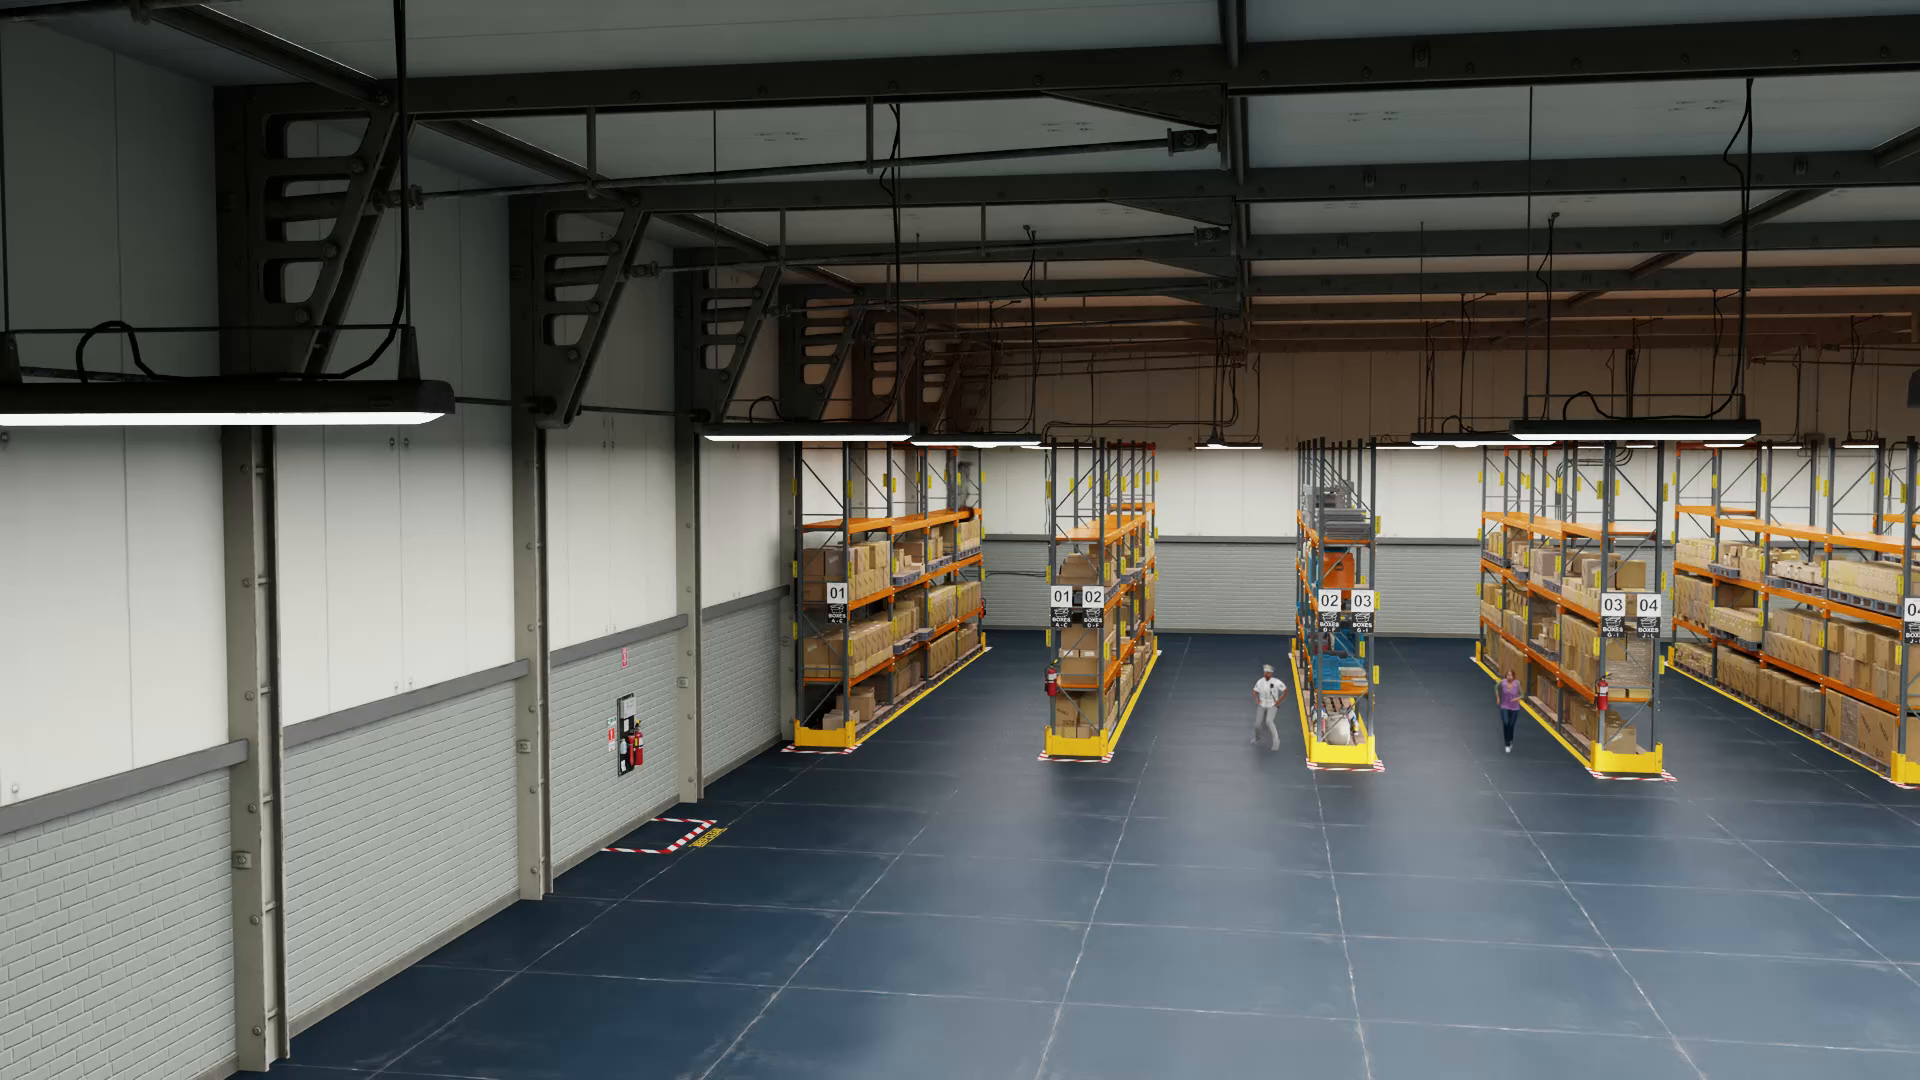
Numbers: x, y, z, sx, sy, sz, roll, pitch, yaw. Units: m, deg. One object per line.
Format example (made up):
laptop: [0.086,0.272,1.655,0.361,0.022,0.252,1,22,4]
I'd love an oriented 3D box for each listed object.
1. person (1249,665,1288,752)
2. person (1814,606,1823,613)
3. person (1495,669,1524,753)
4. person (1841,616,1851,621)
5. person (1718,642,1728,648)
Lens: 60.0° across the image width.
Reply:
person: [5.913,3.217,32.064,0.781,1.658,0.690,2,3,30]
person: [23.363,2.507,45.345,0.653,1.619,0.586,0,3,-1]
person: [10.531,3.275,31.881,0.539,1.647,0.811,1,3,17]
person: [21.675,2.733,40.601,0.700,1.742,0.653,0,3,2]
person: [21.246,2.384,46.459,0.790,1.758,0.658,-1,3,-21]
